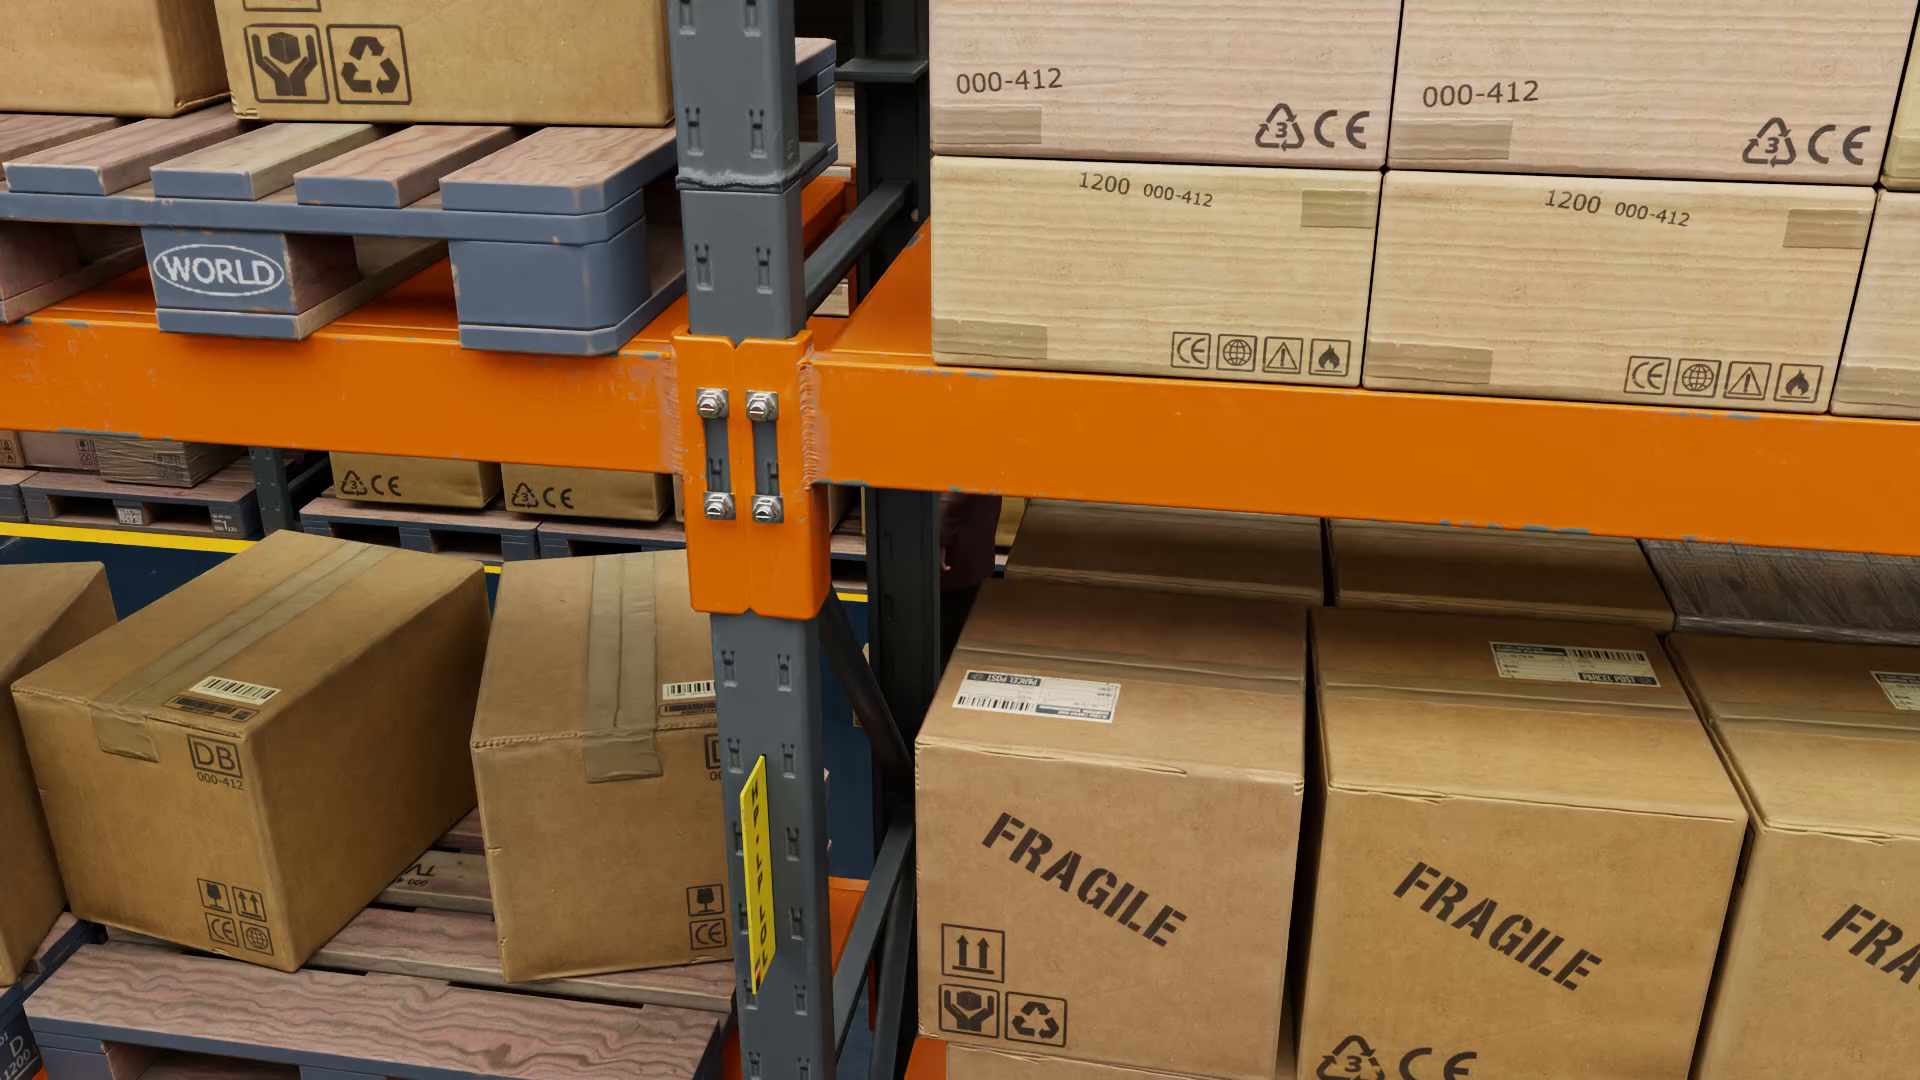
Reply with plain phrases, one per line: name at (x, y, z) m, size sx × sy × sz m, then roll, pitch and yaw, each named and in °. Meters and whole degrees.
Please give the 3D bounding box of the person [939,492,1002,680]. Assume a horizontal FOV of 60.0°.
person at (-0.094, -0.110, 6.345) m, size 0.580 × 1.776 × 0.695 m, roll 4°, pitch 25°, yaw 9°
